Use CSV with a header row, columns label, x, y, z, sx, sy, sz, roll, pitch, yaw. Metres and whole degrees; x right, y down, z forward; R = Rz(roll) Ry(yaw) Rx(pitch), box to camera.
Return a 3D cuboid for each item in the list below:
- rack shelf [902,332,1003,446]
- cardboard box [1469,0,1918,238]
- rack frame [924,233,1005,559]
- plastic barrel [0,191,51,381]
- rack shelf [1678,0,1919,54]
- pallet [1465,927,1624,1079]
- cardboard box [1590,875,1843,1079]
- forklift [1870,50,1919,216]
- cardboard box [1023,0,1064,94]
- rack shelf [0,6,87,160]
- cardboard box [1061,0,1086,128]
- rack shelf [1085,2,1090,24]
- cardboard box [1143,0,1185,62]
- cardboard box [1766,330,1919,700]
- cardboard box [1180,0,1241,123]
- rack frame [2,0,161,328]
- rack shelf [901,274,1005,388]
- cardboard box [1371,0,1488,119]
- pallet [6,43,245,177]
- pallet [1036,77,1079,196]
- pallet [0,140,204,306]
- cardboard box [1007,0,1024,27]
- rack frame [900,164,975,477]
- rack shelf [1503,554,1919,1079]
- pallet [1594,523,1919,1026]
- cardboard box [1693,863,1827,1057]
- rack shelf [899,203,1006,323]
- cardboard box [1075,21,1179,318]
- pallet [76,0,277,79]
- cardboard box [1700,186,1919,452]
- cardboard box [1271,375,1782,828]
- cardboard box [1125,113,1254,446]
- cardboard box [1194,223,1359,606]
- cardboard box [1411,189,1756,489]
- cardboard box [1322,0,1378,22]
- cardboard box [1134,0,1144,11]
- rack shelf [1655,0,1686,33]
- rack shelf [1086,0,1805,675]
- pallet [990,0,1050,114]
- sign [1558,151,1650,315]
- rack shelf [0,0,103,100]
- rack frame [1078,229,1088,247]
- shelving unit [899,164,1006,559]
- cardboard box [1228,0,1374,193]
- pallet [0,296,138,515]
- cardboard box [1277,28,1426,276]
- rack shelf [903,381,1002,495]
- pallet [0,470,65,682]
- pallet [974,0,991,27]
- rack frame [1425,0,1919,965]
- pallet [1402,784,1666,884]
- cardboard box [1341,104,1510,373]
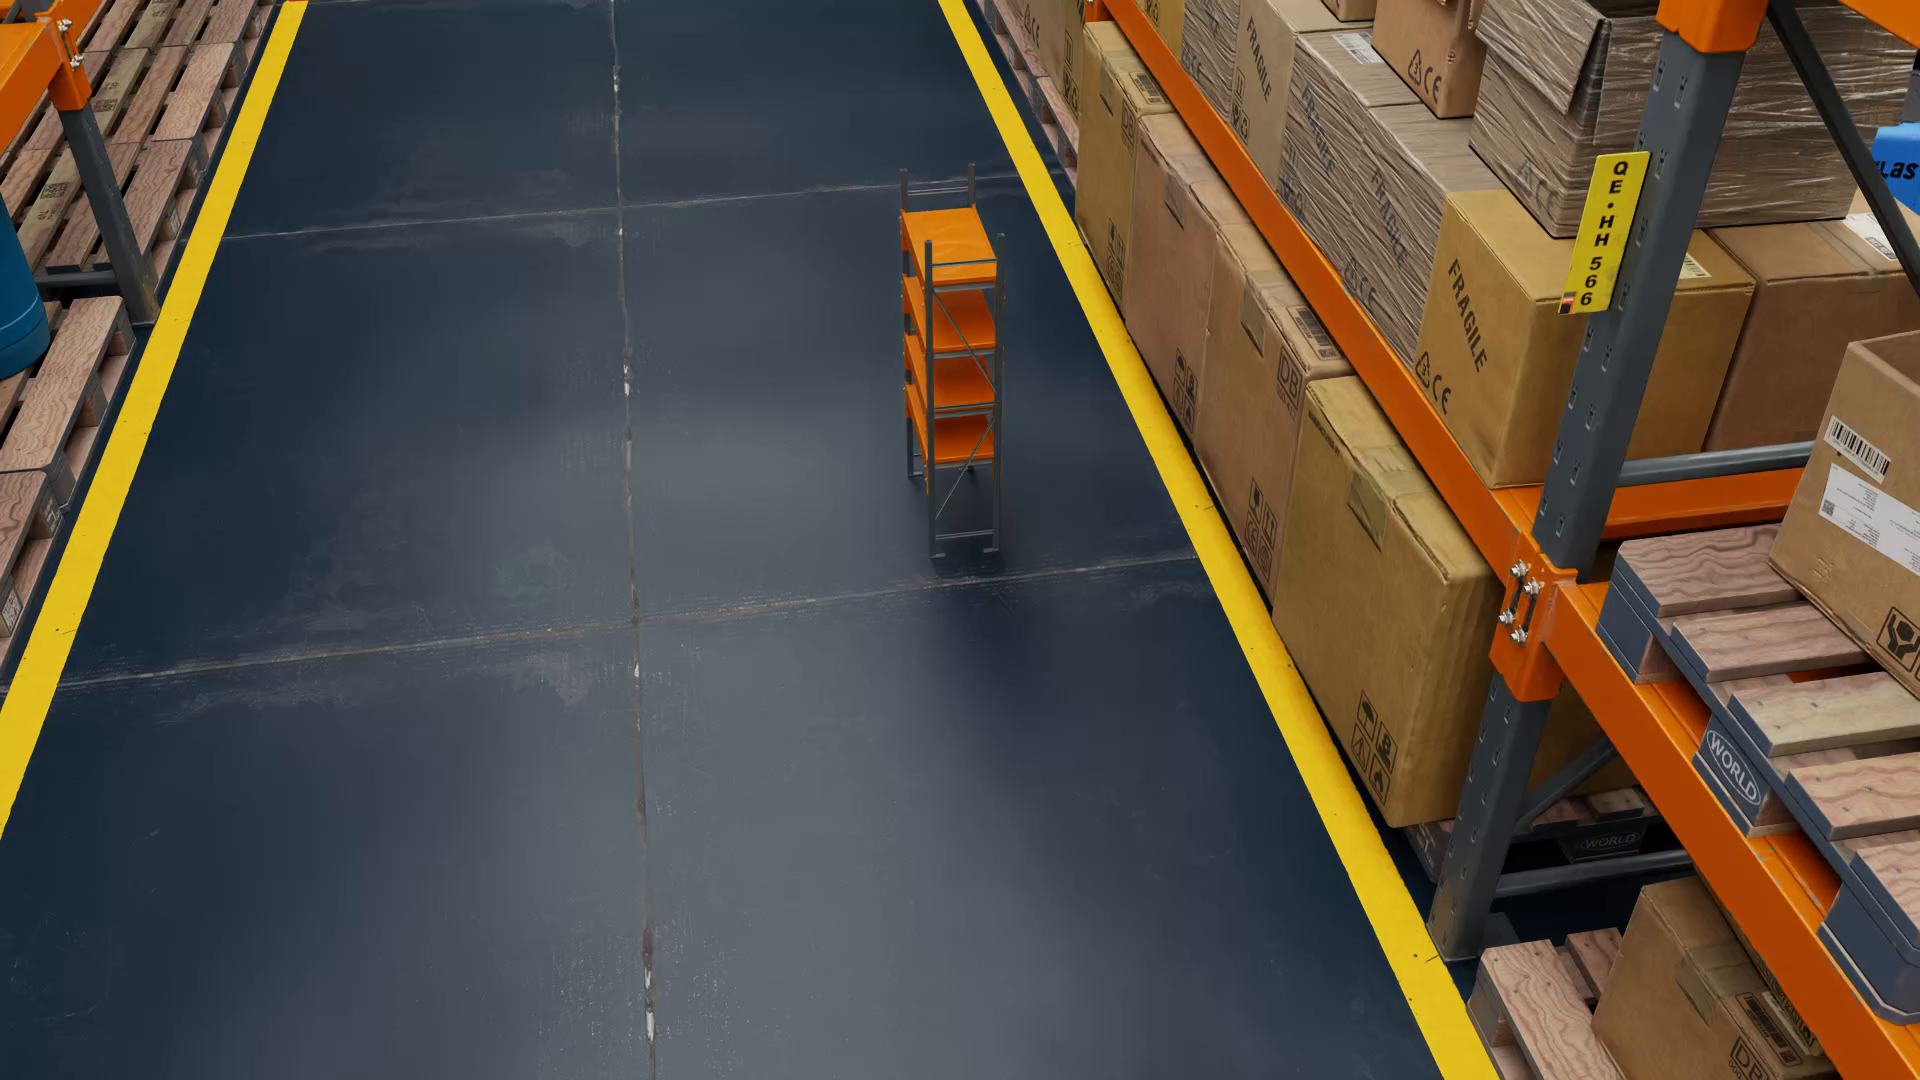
label,x,y,z,sx,sy,sz,roll,pitch,yaw
rack shelf,-0.029,-0.521,5.552,0.258,0.148,0.480,-6,38,-8
cardboard box,1.628,-1.049,3.756,0.797,0.503,0.637,-5,38,-6
rack frame,0.014,-0.426,5.321,0.240,1.200,0.015,-6,38,-8
plastic barrel,-3.759,-1.060,6.038,0.600,0.901,0.708,-6,38,-8
rack shelf,2.091,0.137,1.270,1.077,0.370,4.000,-6,38,-8
pallet,1.876,1.403,3.772,1.003,0.211,1.213,-6,38,-8
cardboard box,1.877,1.046,3.638,0.700,0.500,0.500,-8,39,-10
forklift,4.676,-1.919,5.832,3.031,2.935,1.130,7,38,9
cardboard box,0.844,-2.864,8.381,0.875,0.875,0.875,-6,38,-8
rack shelf,-3.487,-0.561,4.614,1.077,0.370,4.000,-6,38,-8
cardboard box,1.002,-2.320,7.681,0.875,0.875,0.875,-6,38,-8
rack shelf,0.688,-3.510,8.410,1.077,0.370,4.000,-6,38,-8
cardboard box,0.962,-2.017,5.820,0.500,0.500,0.500,-6,38,-8
cardboard box,1.874,-0.054,2.950,0.500,0.500,0.500,-11,39,-14
cardboard box,1.050,-1.715,5.431,0.500,0.500,0.500,-7,38,-9
rack frame,-3.838,-2.054,5.948,1.000,3.000,0.127,-6,38,-8
rack shelf,-0.029,-0.697,5.415,0.258,0.148,0.480,-6,38,-8
cardboard box,1.516,-1.443,4.263,0.797,0.503,0.637,-5,38,-7
pallet,-4.222,-2.131,8.321,1.003,0.211,1.213,-6,38,-8
pallet,0.982,-1.953,8.092,1.003,0.211,1.213,-6,38,-8
pallet,-4.005,-1.392,7.370,1.003,0.211,1.213,-6,38,-8
cardboard box,0.688,-3.401,9.073,0.875,0.875,0.875,-6,38,-8
rack frame,-0.072,-0.721,5.700,0.240,1.200,0.015,-6,38,-8
rack shelf,2.091,1.322,2.190,1.077,0.370,4.000,-6,38,-8
pallet,1.970,0.324,3.044,1.213,0.211,1.003,-6,38,-8
cardboard box,1.887,0.748,3.409,0.500,0.250,0.500,-5,38,-6
rack shelf,-0.029,-0.884,5.270,0.258,0.148,0.480,-6,38,-8
cardboard box,1.171,-1.529,6.662,1.225,0.875,0.875,-6,38,-8
pallet,-4.432,-2.866,9.267,1.003,0.211,1.213,-6,38,-8
cardboard box,1.923,-0.533,3.909,0.500,0.500,0.500,-5,38,-7
cardboard box,1.640,0.084,4.587,1.225,0.875,0.875,-8,39,-10
cardboard box,1.328,-0.989,5.968,1.225,0.875,0.875,-7,38,-10
cardboard box,1.491,-0.455,5.281,1.225,0.875,0.875,-6,38,-8
cardboard box,1.410,-0.481,3.843,0.500,0.500,0.500,-5,38,-7
cardboard box,1.392,-1.848,4.784,0.797,0.503,0.637,-5,38,-6
cardboard box,0.873,-2.321,6.211,0.500,0.500,0.500,-6,38,-8
rack shelf,1.389,-2.279,4.380,1.077,0.370,4.000,-6,38,-8
rack shelf,1.389,-1.094,5.300,1.077,0.370,4.000,-6,38,-8
pallet,0.765,-2.691,9.042,1.003,0.211,1.213,-6,38,-8
sign,1.194,-0.566,3.090,0.100,0.325,0.005,-6,38,-8
rack shelf,-4.188,-2.977,7.724,1.077,0.370,4.000,-6,38,-8
rack frame,1.039,-2.586,6.634,1.000,3.000,0.127,-6,38,-8
shelving unit,-0.029,-0.574,5.511,0.258,1.200,0.503,-6,38,-8
cardboard box,1.145,-1.404,5.030,0.500,0.500,0.500,-6,38,-7
pallet,-3.743,-0.482,6.198,1.003,0.211,1.213,-6,38,-8
cardboard box,1.234,-1.096,4.635,0.500,0.500,0.500,-7,38,-9
rack shelf,-0.029,-0.364,5.674,0.258,0.148,0.480,-6,38,-8
pallet,-3.526,0.257,5.248,1.003,0.211,1.213,-6,38,-8
pallet,0.555,-3.427,9.989,1.003,0.211,1.213,-6,38,-8
rack frame,1.740,-0.170,3.524,1.000,3.000,0.127,-6,38,-8
pallet,1.676,0.447,5.003,1.003,0.211,1.213,-6,38,-8
cardboard box,1.328,-0.783,4.231,0.500,0.500,0.500,-7,38,-8
